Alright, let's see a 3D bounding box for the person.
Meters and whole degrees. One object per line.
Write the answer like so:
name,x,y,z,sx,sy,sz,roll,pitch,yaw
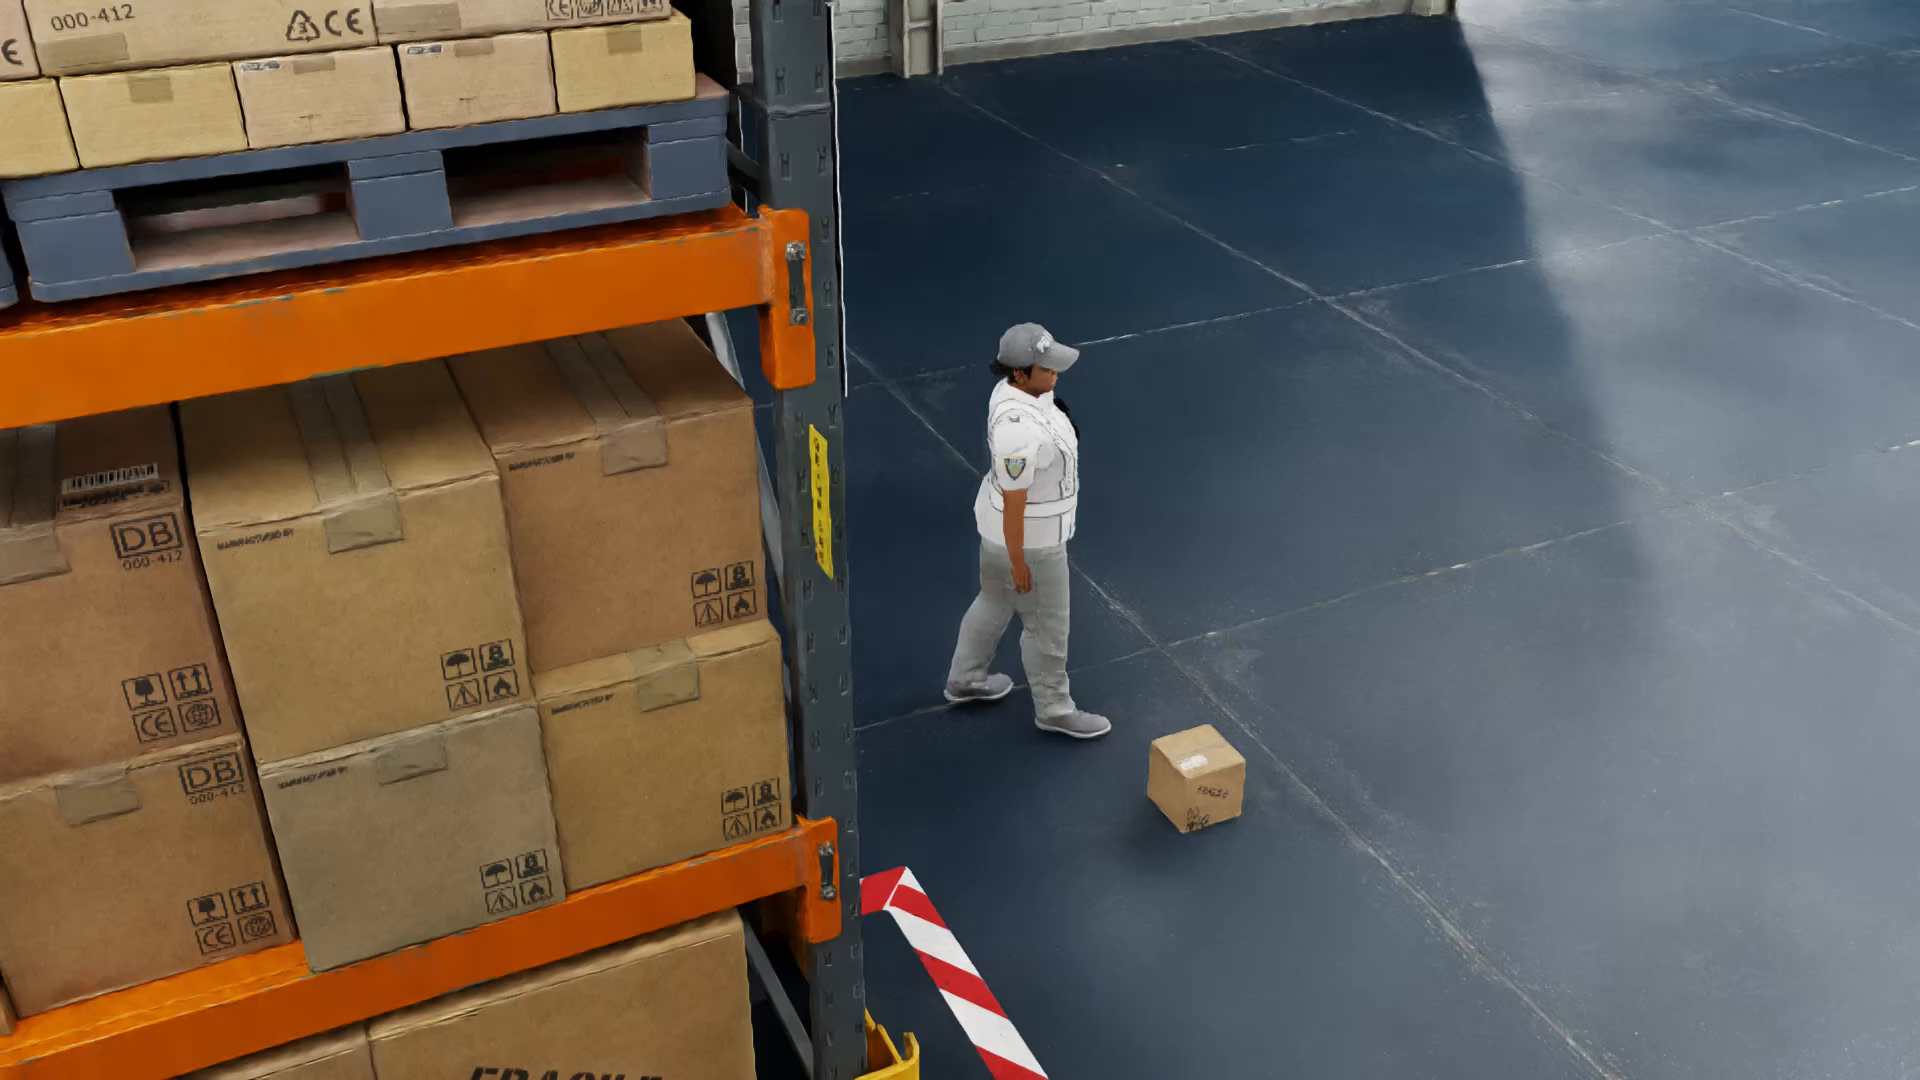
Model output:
person,0.260,-0.038,6.177,0.643,1.654,0.470,-1,30,-2
